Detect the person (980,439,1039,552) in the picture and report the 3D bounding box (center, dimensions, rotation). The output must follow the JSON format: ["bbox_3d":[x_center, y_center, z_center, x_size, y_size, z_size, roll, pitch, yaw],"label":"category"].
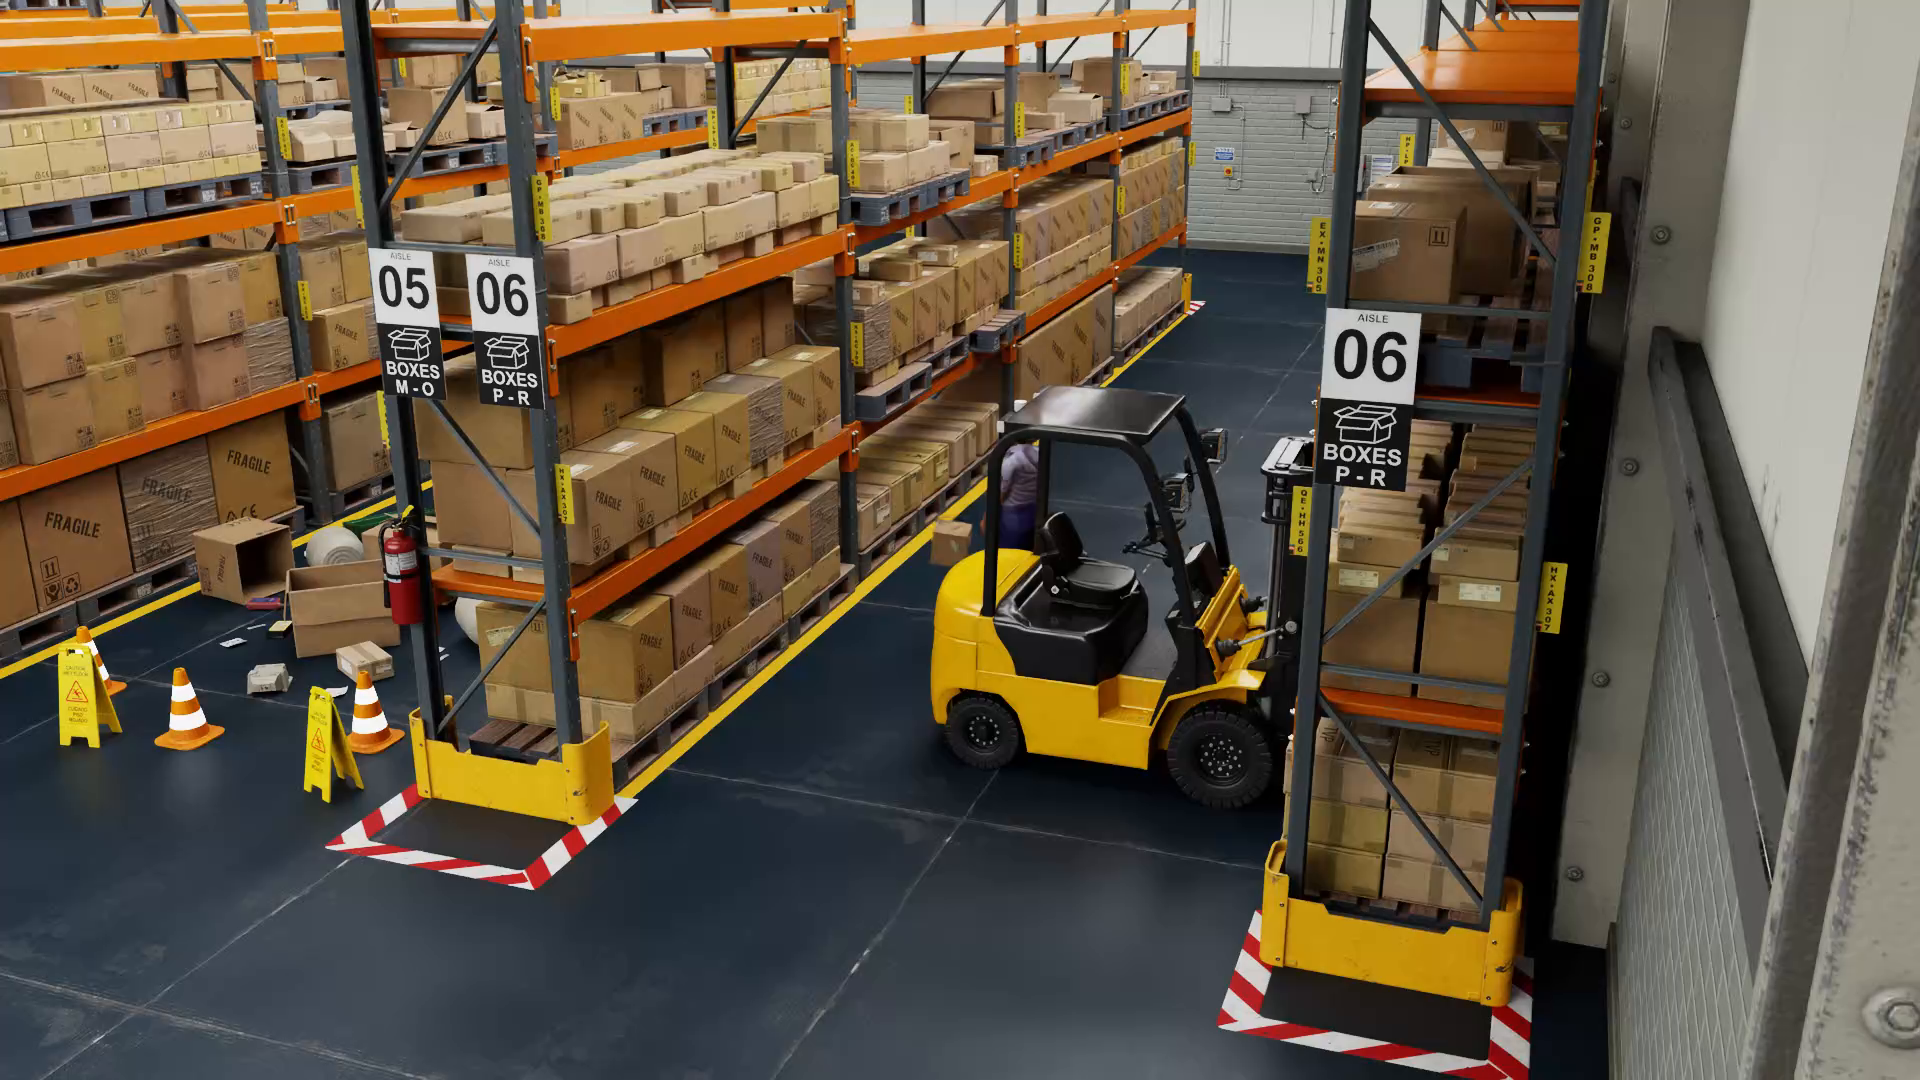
[{"bbox_3d":[0.343,-0.118,11.916,0.519,1.642,0.526,16,25,39],"label":"person"}]
